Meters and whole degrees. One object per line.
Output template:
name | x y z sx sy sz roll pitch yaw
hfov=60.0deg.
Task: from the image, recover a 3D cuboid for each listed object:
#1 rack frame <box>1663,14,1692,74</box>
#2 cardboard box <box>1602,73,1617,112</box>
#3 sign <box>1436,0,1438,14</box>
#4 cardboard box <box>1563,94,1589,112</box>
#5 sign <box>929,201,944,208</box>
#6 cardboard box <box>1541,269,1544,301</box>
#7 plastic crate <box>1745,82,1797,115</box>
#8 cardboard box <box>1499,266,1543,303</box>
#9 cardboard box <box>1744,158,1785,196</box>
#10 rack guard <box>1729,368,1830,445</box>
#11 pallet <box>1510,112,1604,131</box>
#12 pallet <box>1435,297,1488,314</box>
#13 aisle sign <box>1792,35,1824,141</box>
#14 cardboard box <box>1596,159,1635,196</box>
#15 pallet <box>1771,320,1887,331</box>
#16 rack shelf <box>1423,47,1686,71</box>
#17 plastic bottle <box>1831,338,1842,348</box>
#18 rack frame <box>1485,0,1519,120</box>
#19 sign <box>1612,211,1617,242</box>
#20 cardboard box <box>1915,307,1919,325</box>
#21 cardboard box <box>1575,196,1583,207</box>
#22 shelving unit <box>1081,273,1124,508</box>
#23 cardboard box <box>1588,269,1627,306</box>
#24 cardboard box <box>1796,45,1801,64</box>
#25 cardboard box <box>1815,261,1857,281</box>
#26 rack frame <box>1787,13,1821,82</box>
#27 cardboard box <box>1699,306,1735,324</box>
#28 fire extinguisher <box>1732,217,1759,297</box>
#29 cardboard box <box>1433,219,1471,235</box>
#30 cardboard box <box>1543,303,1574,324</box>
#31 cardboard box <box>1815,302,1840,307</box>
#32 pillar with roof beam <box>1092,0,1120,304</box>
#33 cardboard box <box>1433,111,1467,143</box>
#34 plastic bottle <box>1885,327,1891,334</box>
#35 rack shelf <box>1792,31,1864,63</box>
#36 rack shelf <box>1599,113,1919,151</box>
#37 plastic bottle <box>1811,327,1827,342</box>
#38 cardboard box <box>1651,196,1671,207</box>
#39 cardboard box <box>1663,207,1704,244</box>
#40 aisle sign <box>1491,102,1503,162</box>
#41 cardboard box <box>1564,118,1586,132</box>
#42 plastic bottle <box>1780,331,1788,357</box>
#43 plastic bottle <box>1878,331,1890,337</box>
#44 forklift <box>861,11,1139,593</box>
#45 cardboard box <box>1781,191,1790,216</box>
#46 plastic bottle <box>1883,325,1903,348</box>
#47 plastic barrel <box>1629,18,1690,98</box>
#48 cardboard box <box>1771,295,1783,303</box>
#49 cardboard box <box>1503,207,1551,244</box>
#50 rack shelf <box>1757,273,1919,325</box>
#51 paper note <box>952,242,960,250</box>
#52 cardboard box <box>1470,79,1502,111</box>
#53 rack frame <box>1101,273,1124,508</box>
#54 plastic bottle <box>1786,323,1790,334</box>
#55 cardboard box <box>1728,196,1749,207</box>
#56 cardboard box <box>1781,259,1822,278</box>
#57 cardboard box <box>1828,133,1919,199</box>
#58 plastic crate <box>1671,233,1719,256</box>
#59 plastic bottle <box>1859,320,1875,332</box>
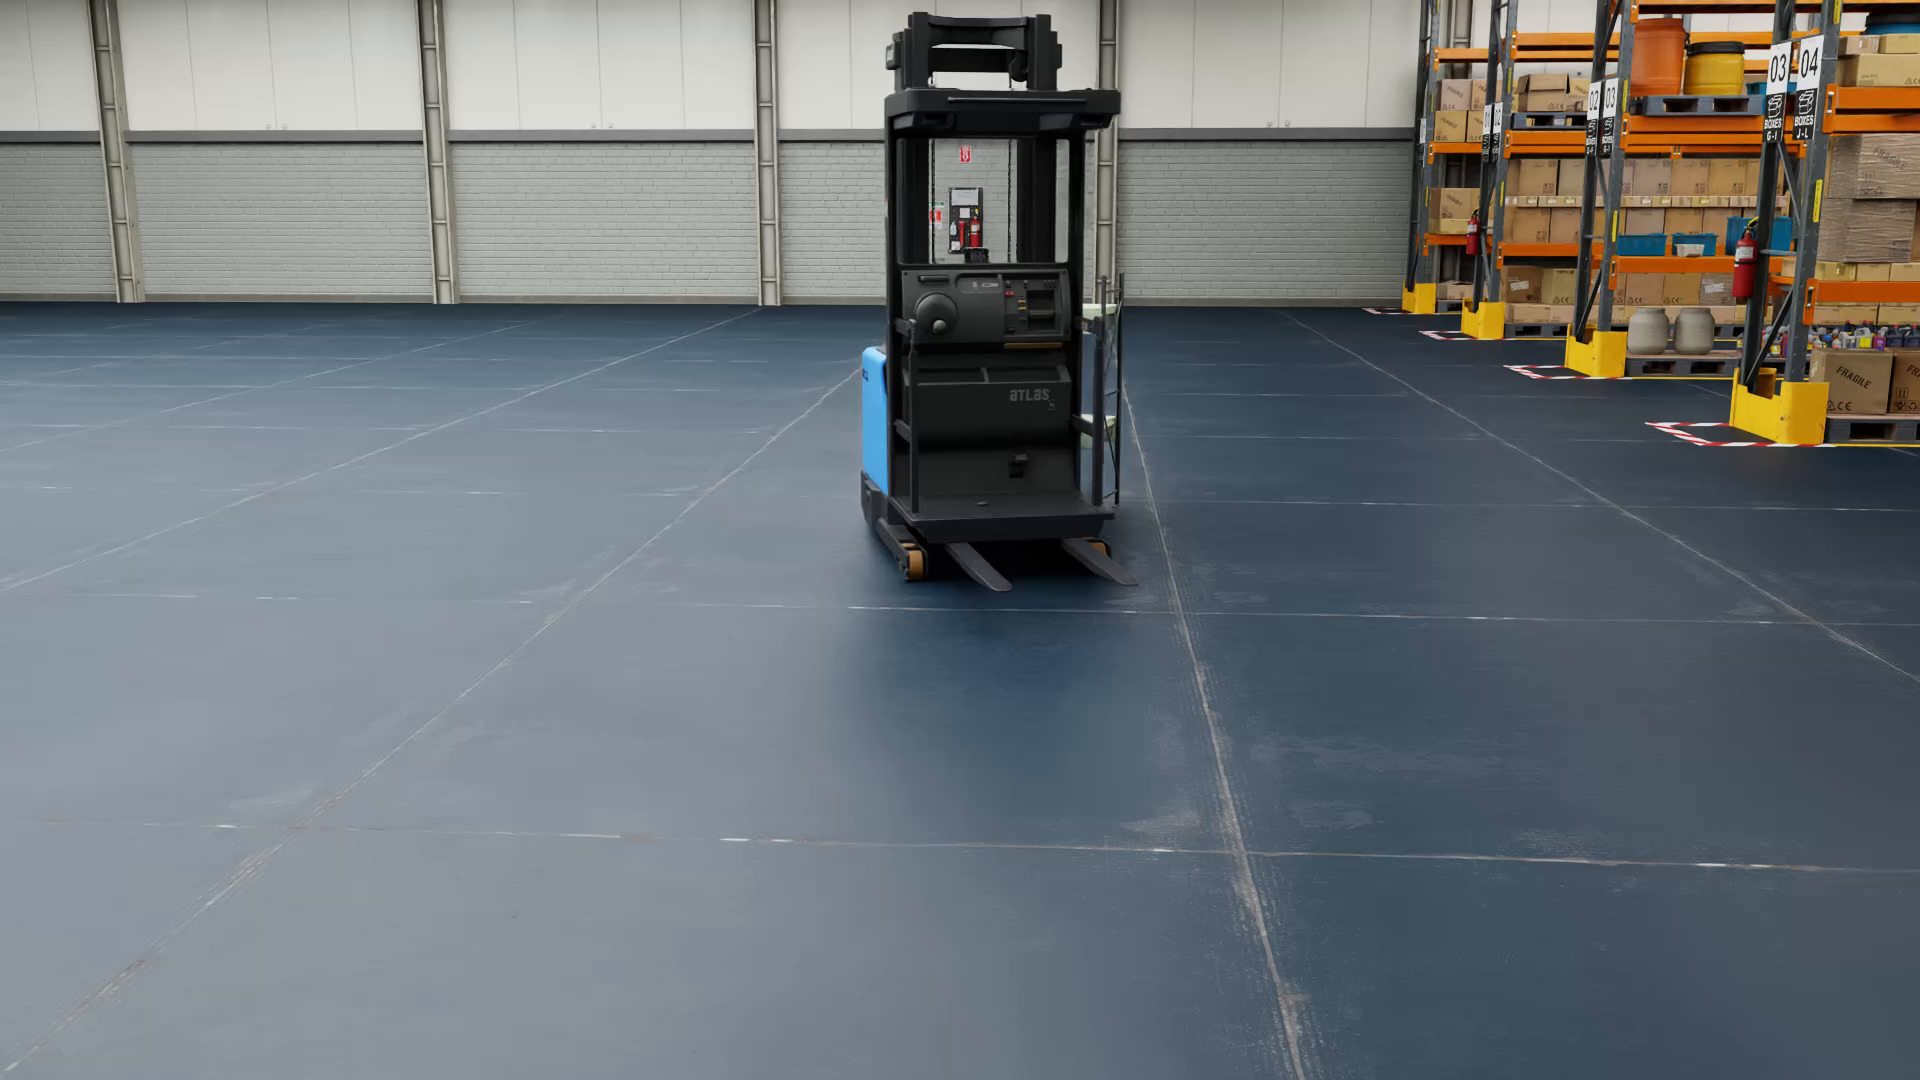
rack frame | 11.781 -8.279 27.368 0.127 3.000 1.000 1 12 4
cardboard box | 9.101 -6.098 22.655 0.500 0.500 0.500 1 12 4
sign | 7.753 -8.719 26.996 0.005 0.325 0.100 1 12 4
cardboard box | 8.629 -6.092 23.239 0.500 0.250 0.500 1 12 4
sign | -0.445 -5.992 29.704 0.331 0.109 0.001 1 12 4
cardboard box | 9.772 -4.333 28.187 0.500 0.500 0.700 0 12 0
plastic crate | 9.050 -4.869 18.432 0.575 0.384 0.392 1 12 4
cardboard box | 8.017 -3.665 23.823 0.500 0.500 0.500 1 12 4
cardboard box | 11.010 -5.019 23.024 0.500 0.500 0.700 1 12 4
rack guard | 6.873 -1.137 13.982 0.348 0.500 1.175 1 12 4
pallet | 8.166 -5.795 23.036 1.213 0.211 1.003 1 12 4
pallet | 8.674 -4.013 28.437 1.213 0.211 1.003 1 12 4
aisle sign | 6.715 -3.573 13.176 0.004 0.787 0.394 1 12 4
cardboard box | 9.008 -5.047 23.155 0.500 0.500 0.700 1 12 4
pallet | 12.191 -2.963 23.419 1.213 0.211 1.003 1 12 4
rack shelf | 9.785 -7.953 27.573 4.000 0.370 1.077 1 12 4
plastic bottle | 9.662 -2.120 18.338 0.097 0.201 0.097 0 12 0
rack frame | 7.462 -7.322 22.791 0.127 3.000 1.000 1 12 4
sign | 7.087 -3.396 18.003 0.005 0.325 0.100 1 12 4
cardboard box | 13.374 -3.113 23.014 0.500 0.250 0.500 1 12 5
cardboard box | 8.604 -4.692 23.042 0.250 0.149 0.380 1 12 3
shelving unit | 0.615 -0.950 10.647 0.755 1.500 0.431 5 13 22
cardboard box | 8.981 -3.548 23.264 0.500 0.500 0.500 1 12 4
cardboard box | 7.095 -4.011 13.685 0.250 0.149 0.380 1 12 4
cardboard box | 7.065 -2.186 13.505 0.250 0.149 0.380 1 12 4
rack frame | 11.453 -7.267 22.530 0.127 3.000 1.000 1 12 4
cardboard box | 10.478 -3.161 23.242 0.500 0.250 0.500 1 12 4
fire extinguisher | 6.713 -2.419 14.197 0.183 0.674 0.296 1 12 4
cardboard box | 8.255 -5.262 27.915 0.500 0.250 0.500 0 12 2
cardboard box | 8.482 -3.186 23.363 0.500 0.250 0.500 1 12 4
cardboard box | 11.849 -3.408 23.055 0.500 0.311 0.500 1 12 4
pillar with roof beam | 2.272 -7.703 24.617 0.400 9.000 9.100 1 12 4
cardboard box | 8.107 -6.869 27.658 0.500 0.500 0.500 1 12 5
plastic bottle | 10.499 -2.275 18.879 0.133 0.283 0.061 1 12 4
rack shelf | 13.449 -6.692 22.513 4.000 0.370 1.077 1 12 4
rack shelf | 9.123 -4.462 18.204 4.000 0.370 1.077 1 12 4
plastic bottle | 9.744 -2.274 18.892 0.135 0.276 0.152 1 12 4
cardboard box | 9.636 -4.678 22.975 0.250 0.149 0.380 1 12 6
cardboard box | 9.983 -4.398 23.221 0.500 0.500 0.700 1 12 5
aisle sign | 7.376 -5.596 22.845 0.004 0.787 0.394 1 12 4
cardboard box | 10.201 -6.835 27.499 0.500 0.500 0.500 0 12 2
plastic bottle | 9.141 -2.164 18.346 0.133 0.283 0.061 1 12 5
plastic bottle | 10.250 -2.184 18.460 0.135 0.276 0.152 1 12 4
forklift | 0.189 -1.301 8.827 1.130 2.935 3.031 -2 12 -12
cardboard box | 13.502 -5.581 27.804 0.500 0.500 0.700 2 12 12
plastic bottle | 10.265 -2.190 18.306 0.185 0.351 0.144 0 12 1
plastic barrel | 7.621 -5.277 18.266 0.708 0.830 0.600 1 12 4
cardboard box | 11.877 -3.518 23.579 0.500 0.311 0.500 1 12 4
cardboard box | 7.927 -4.425 23.352 0.500 0.500 0.700 1 12 4
rack shelf | 8.792 -1.982 13.674 4.000 0.370 1.077 1 12 4
paper note | -0.076 -5.273 29.803 0.142 0.148 0.016 1 12 4
cardboard box | 8.655 -7.341 27.477 0.500 0.500 0.500 1 12 3
rack frame | 0.953 -0.921 10.510 0.023 1.500 0.400 5 13 22
plastic bottle | 9.543 -2.344 19.043 0.185 0.351 0.144 1 12 6
cardboard box | 10.660 -4.664 22.909 0.250 0.149 0.380 0 12 2
cardboard box | 7.095 -2.277 13.940 0.250 0.149 0.380 1 12 4
cardboard box | 7.327 -2.982 13.286 0.500 0.500 0.500 1 12 4
plastic crate | 8.295 -3.345 18.795 0.408 0.251 0.499 1 12 4
plastic bottle | 10.341 -2.333 18.991 0.185 0.351 0.144 1 12 5
